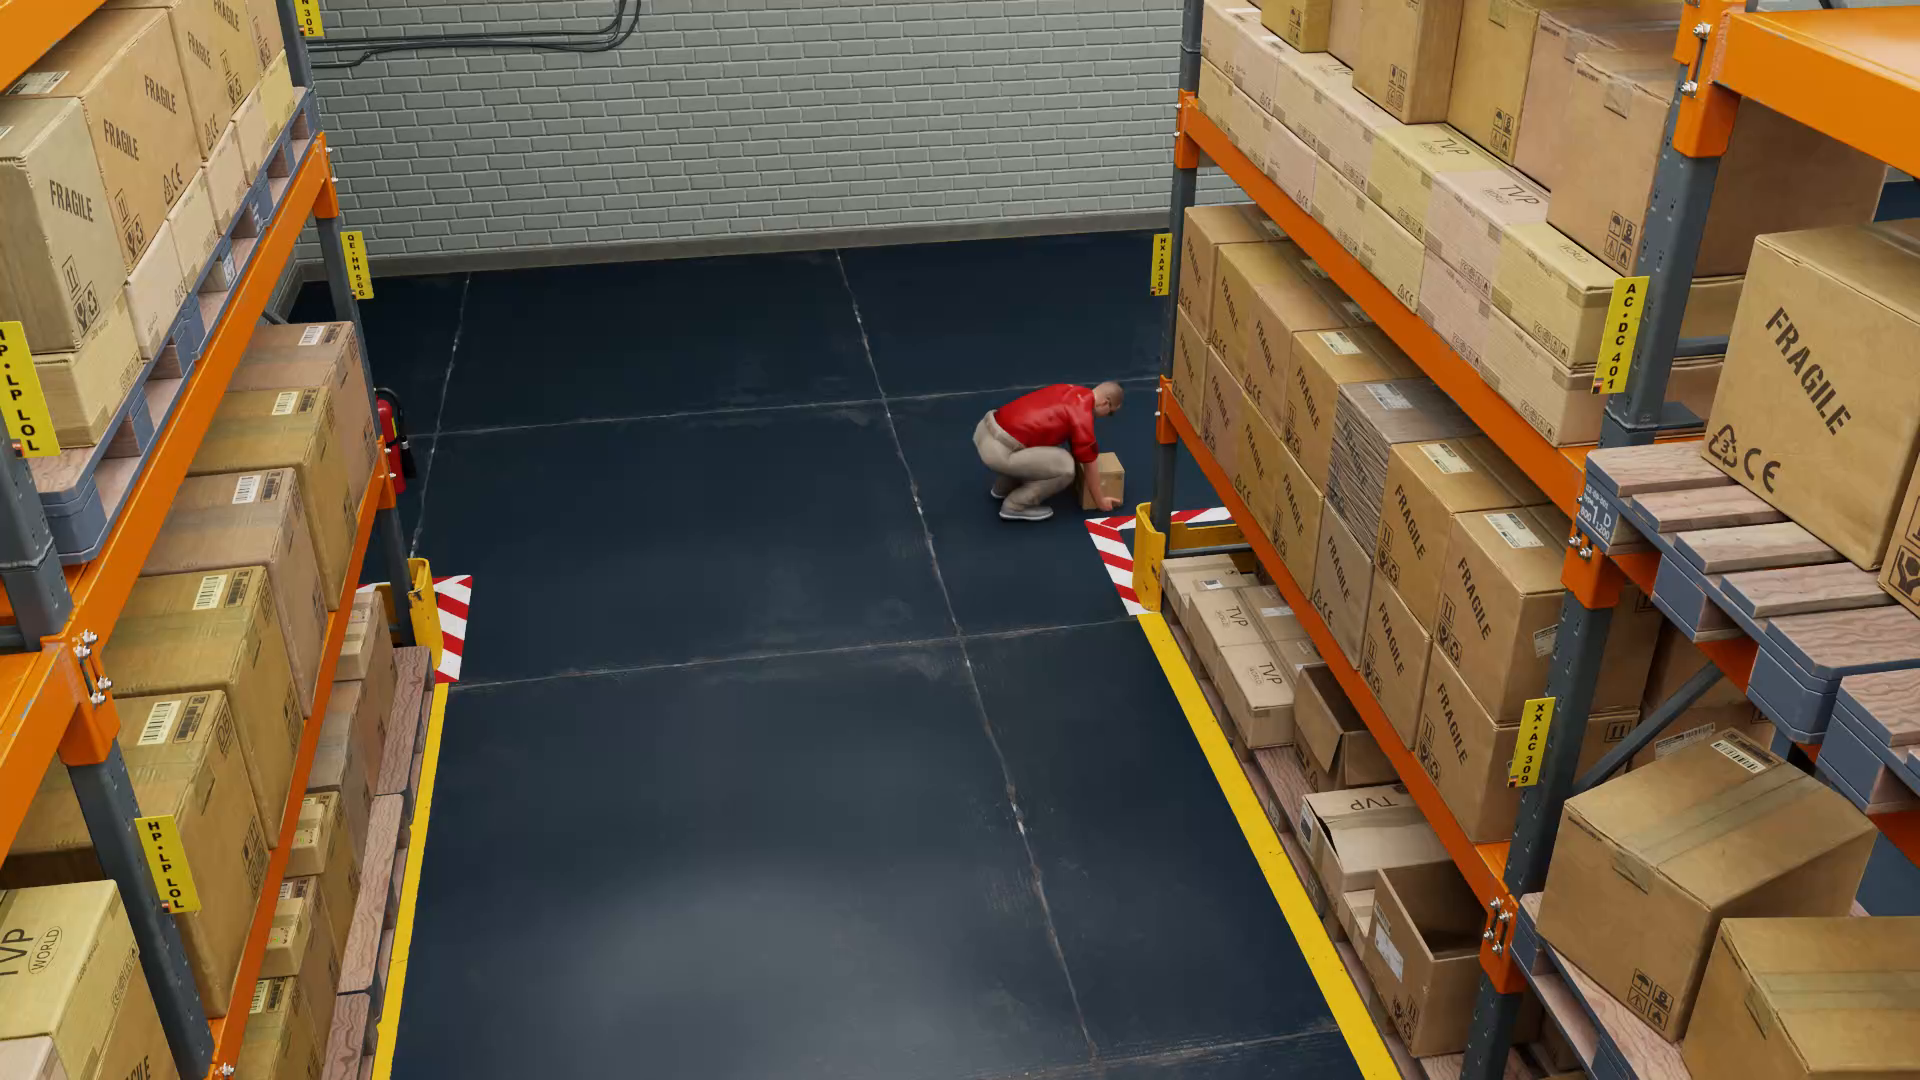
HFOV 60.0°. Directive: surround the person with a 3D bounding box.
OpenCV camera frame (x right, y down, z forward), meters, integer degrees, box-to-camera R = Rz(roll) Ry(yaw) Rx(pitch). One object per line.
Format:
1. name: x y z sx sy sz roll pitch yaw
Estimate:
1. person: 0.540 -0.542 10.060 0.922 0.797 0.530 -6 31 -10
